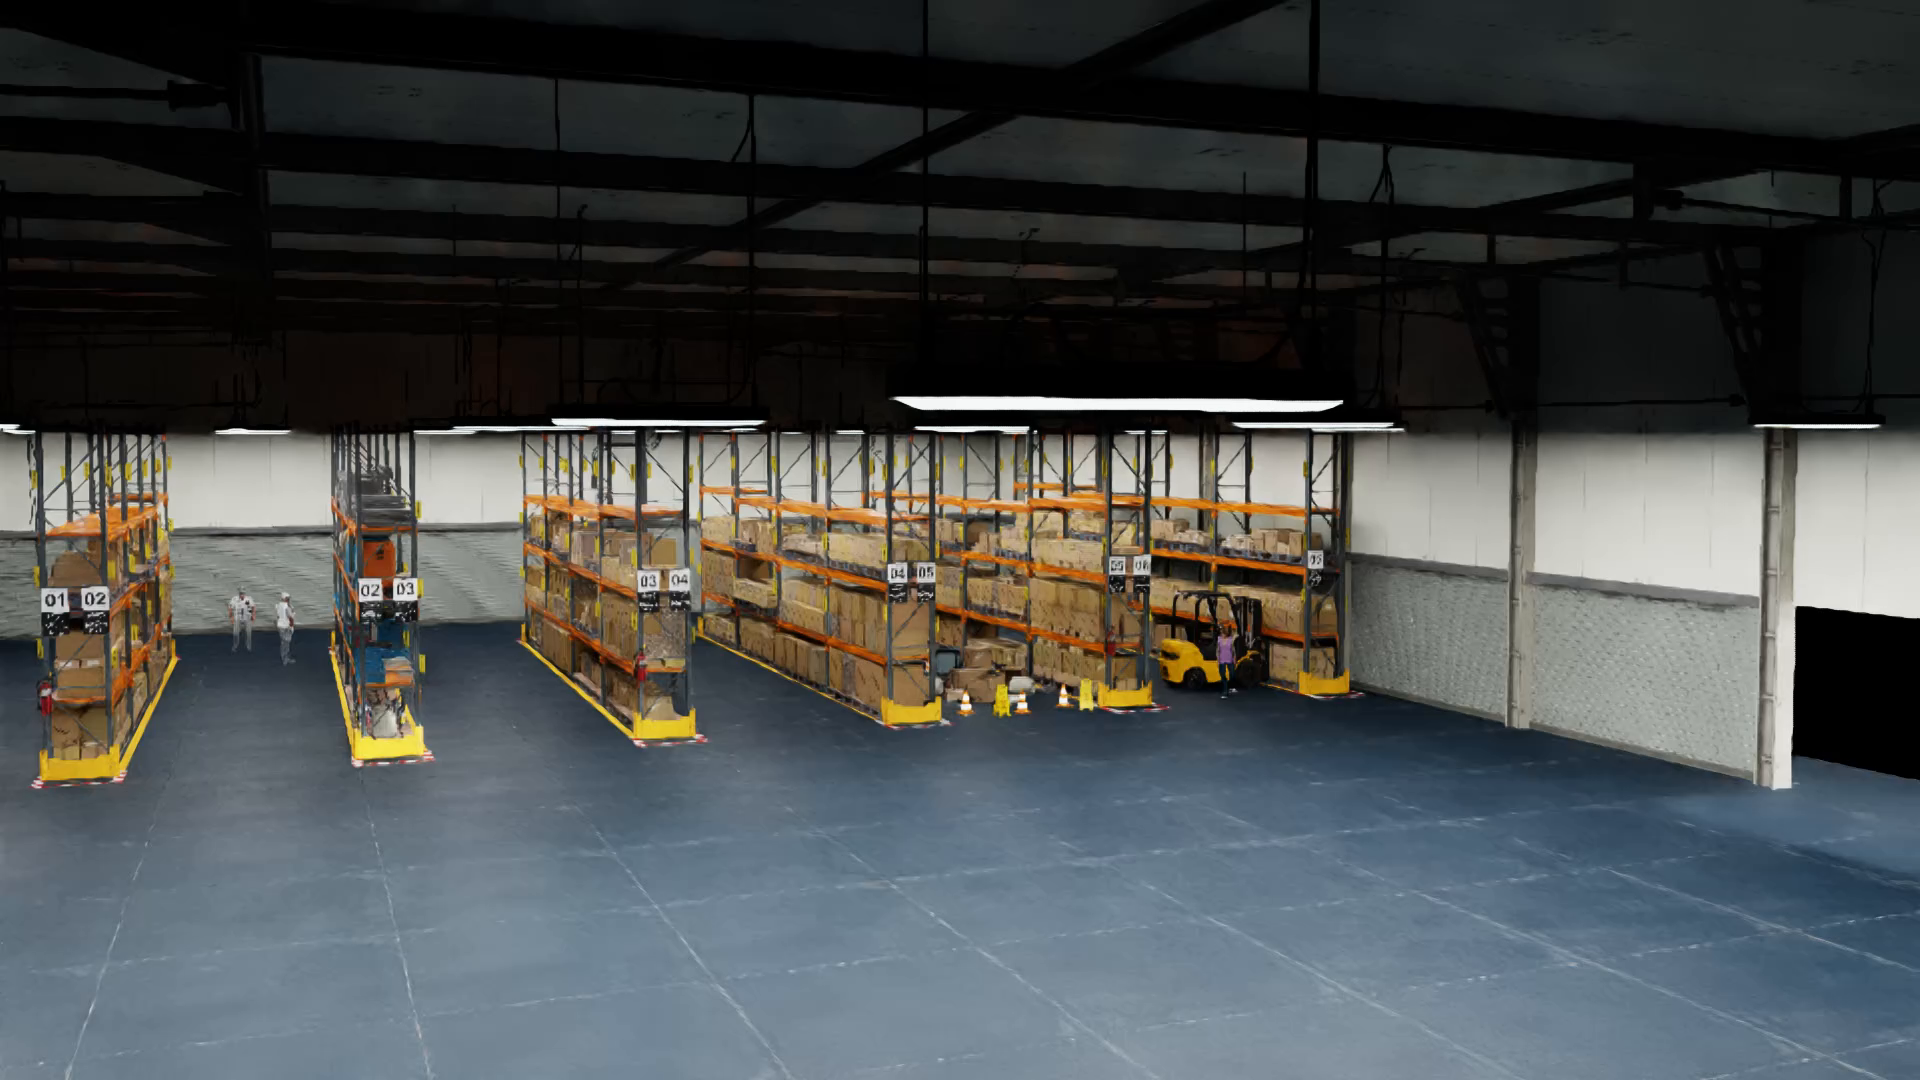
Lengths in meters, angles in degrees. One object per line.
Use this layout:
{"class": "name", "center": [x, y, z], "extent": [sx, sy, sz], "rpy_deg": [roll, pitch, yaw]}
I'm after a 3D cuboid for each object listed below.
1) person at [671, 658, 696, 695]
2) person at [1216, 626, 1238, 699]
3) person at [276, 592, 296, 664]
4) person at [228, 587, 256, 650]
{"class": "person", "center": [-6.171, 2.589, 36.715], "extent": [0.542, 1.645, 1.126], "rpy_deg": [-1, 4, -20]}
{"class": "person", "center": [5.844, 2.660, 36.394], "extent": [0.473, 1.589, 0.501], "rpy_deg": [1, 4, 16]}
{"class": "person", "center": [-16.943, 2.197, 41.893], "extent": [0.615, 1.783, 0.458], "rpy_deg": [3, 5, 39]}
{"class": "person", "center": [-19.165, 2.098, 44.405], "extent": [0.682, 1.715, 0.536], "rpy_deg": [-2, 4, -24]}
